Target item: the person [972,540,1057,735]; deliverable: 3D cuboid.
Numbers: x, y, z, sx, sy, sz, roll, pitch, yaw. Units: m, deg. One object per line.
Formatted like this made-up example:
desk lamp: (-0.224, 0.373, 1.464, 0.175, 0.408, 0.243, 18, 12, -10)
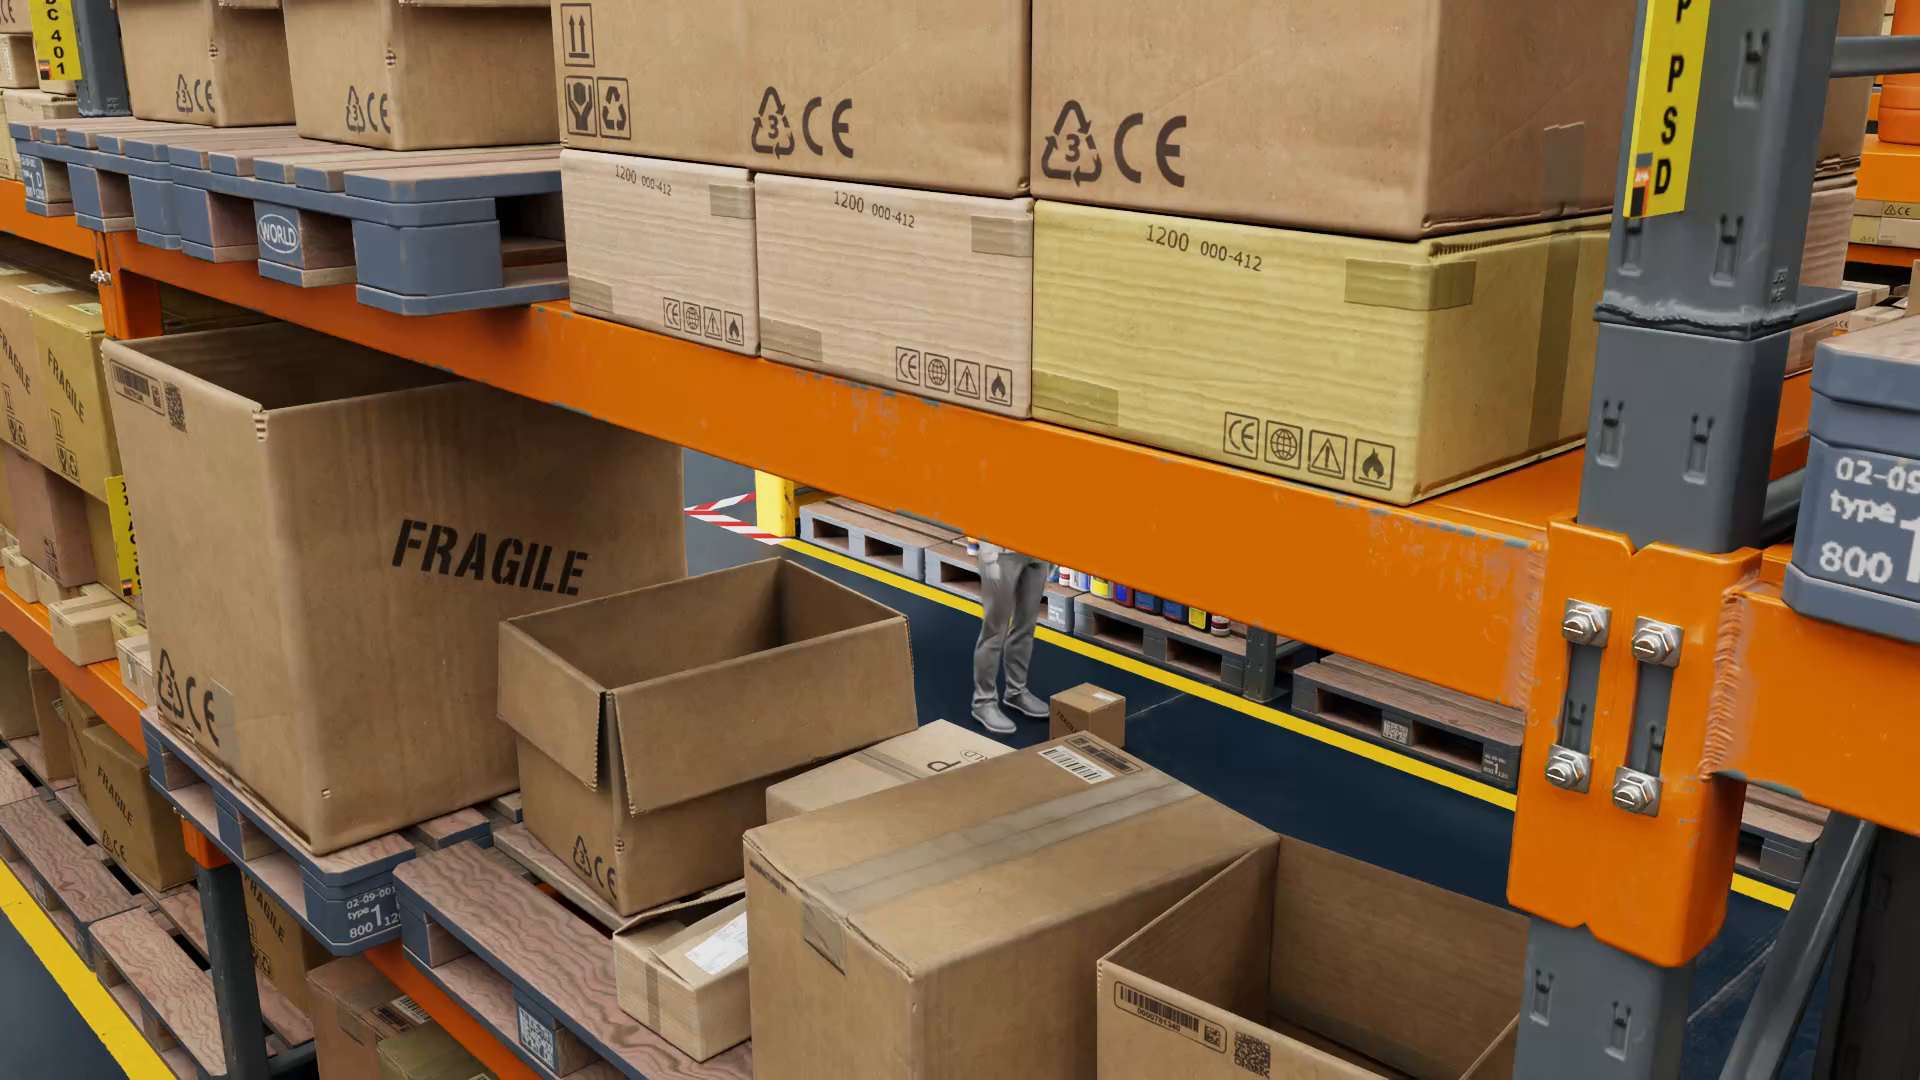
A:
person: (0.268, 0.055, 7.841, 0.473, 1.687, 0.348, -15, 23, -40)
